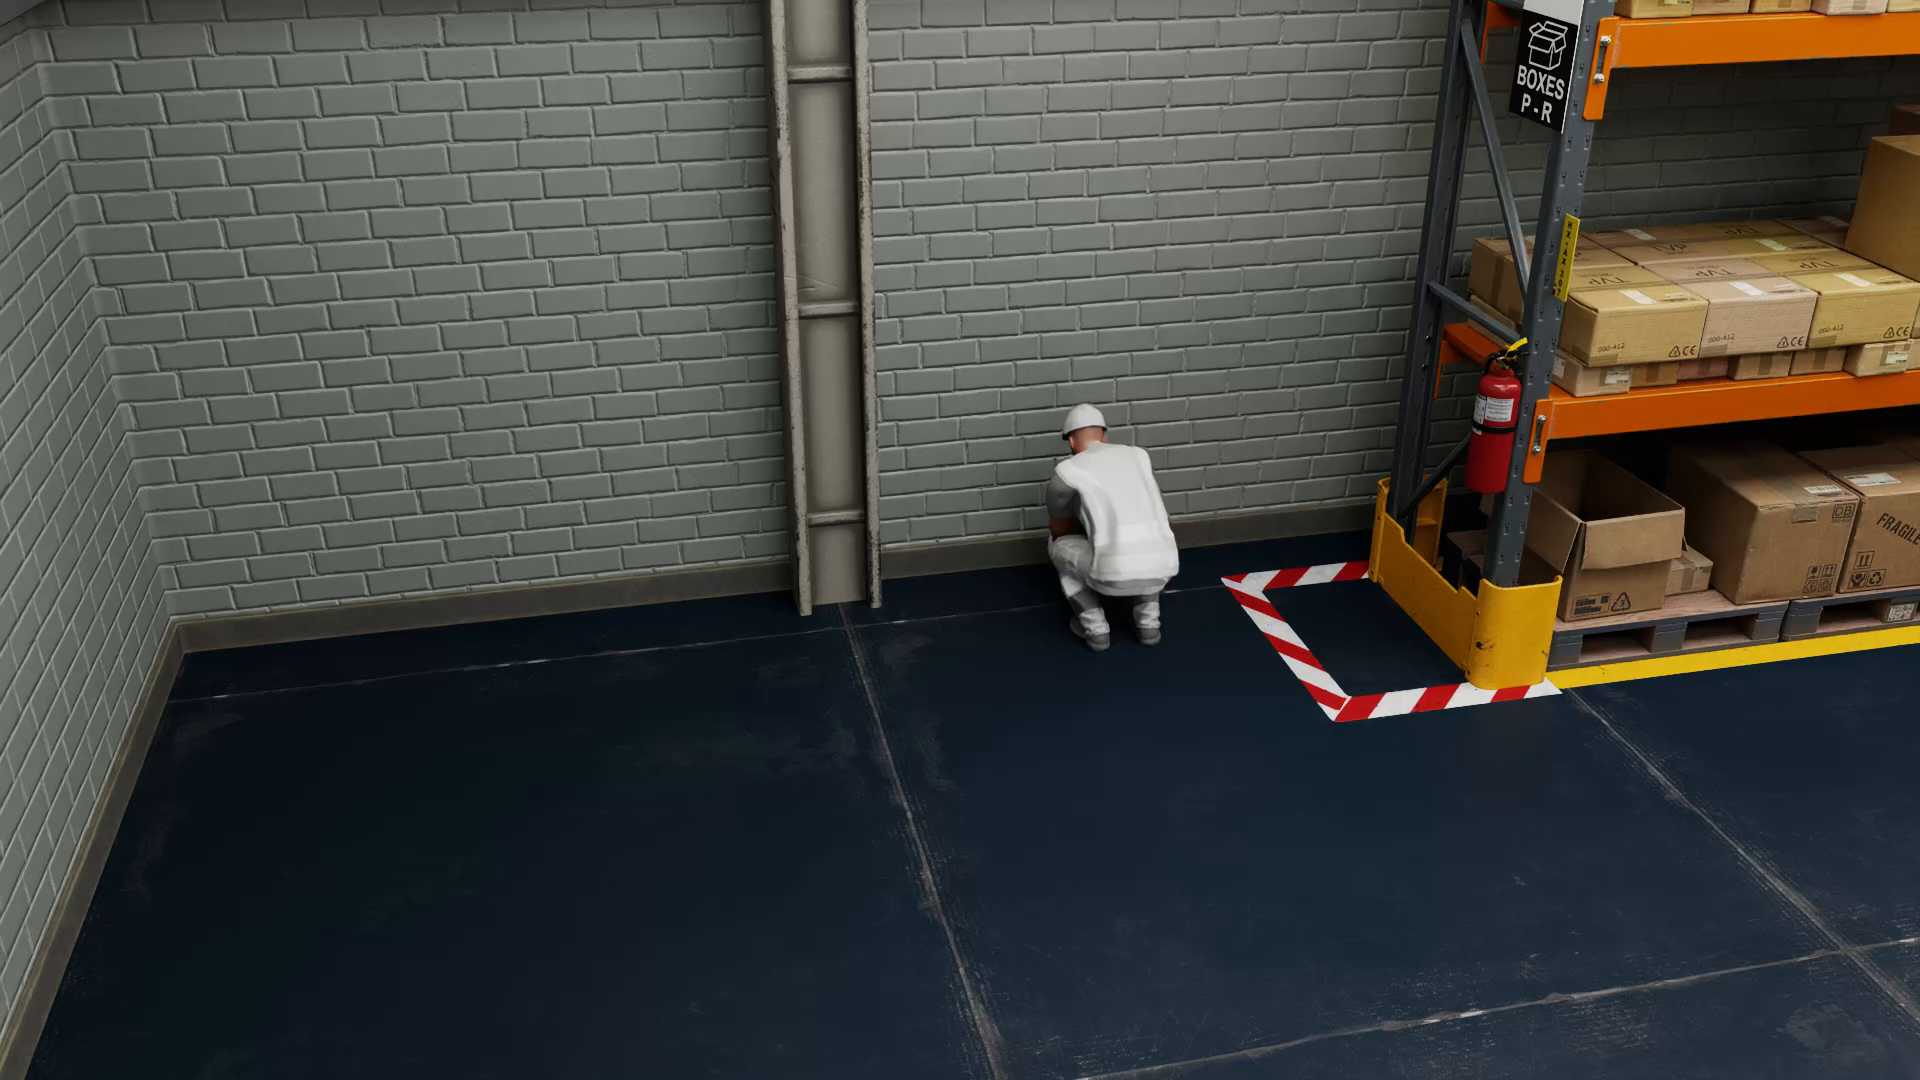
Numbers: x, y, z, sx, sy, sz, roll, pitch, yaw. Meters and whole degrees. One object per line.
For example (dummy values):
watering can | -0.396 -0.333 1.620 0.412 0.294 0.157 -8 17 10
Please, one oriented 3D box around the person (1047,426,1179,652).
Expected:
person | 0.687 -0.052 7.629 0.533 0.962 0.890 -6 27 -12
